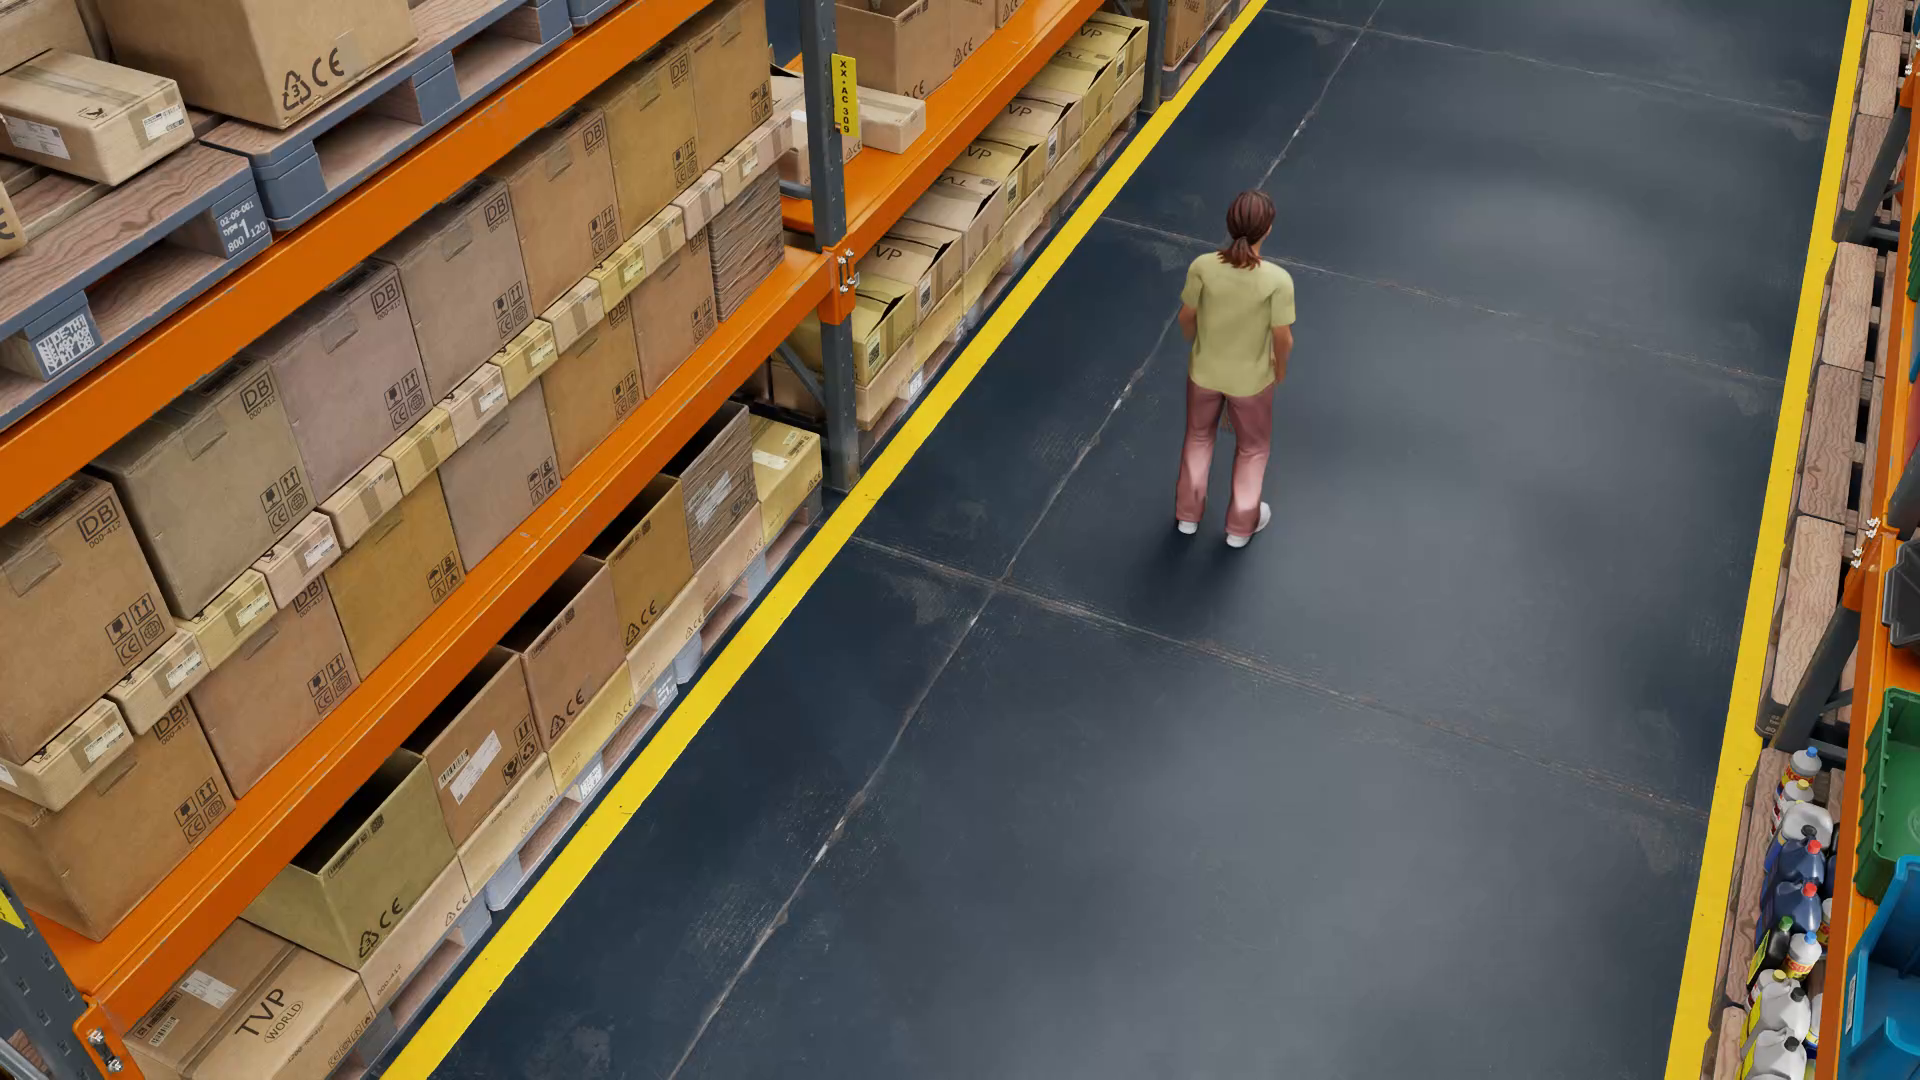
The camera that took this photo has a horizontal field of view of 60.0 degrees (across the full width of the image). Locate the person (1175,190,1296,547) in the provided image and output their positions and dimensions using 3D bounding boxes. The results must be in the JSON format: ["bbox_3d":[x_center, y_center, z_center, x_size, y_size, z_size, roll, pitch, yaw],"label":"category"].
[{"bbox_3d":[1.132,-0.696,6.930,0.480,1.673,0.362,16,45,17],"label":"person"}]
